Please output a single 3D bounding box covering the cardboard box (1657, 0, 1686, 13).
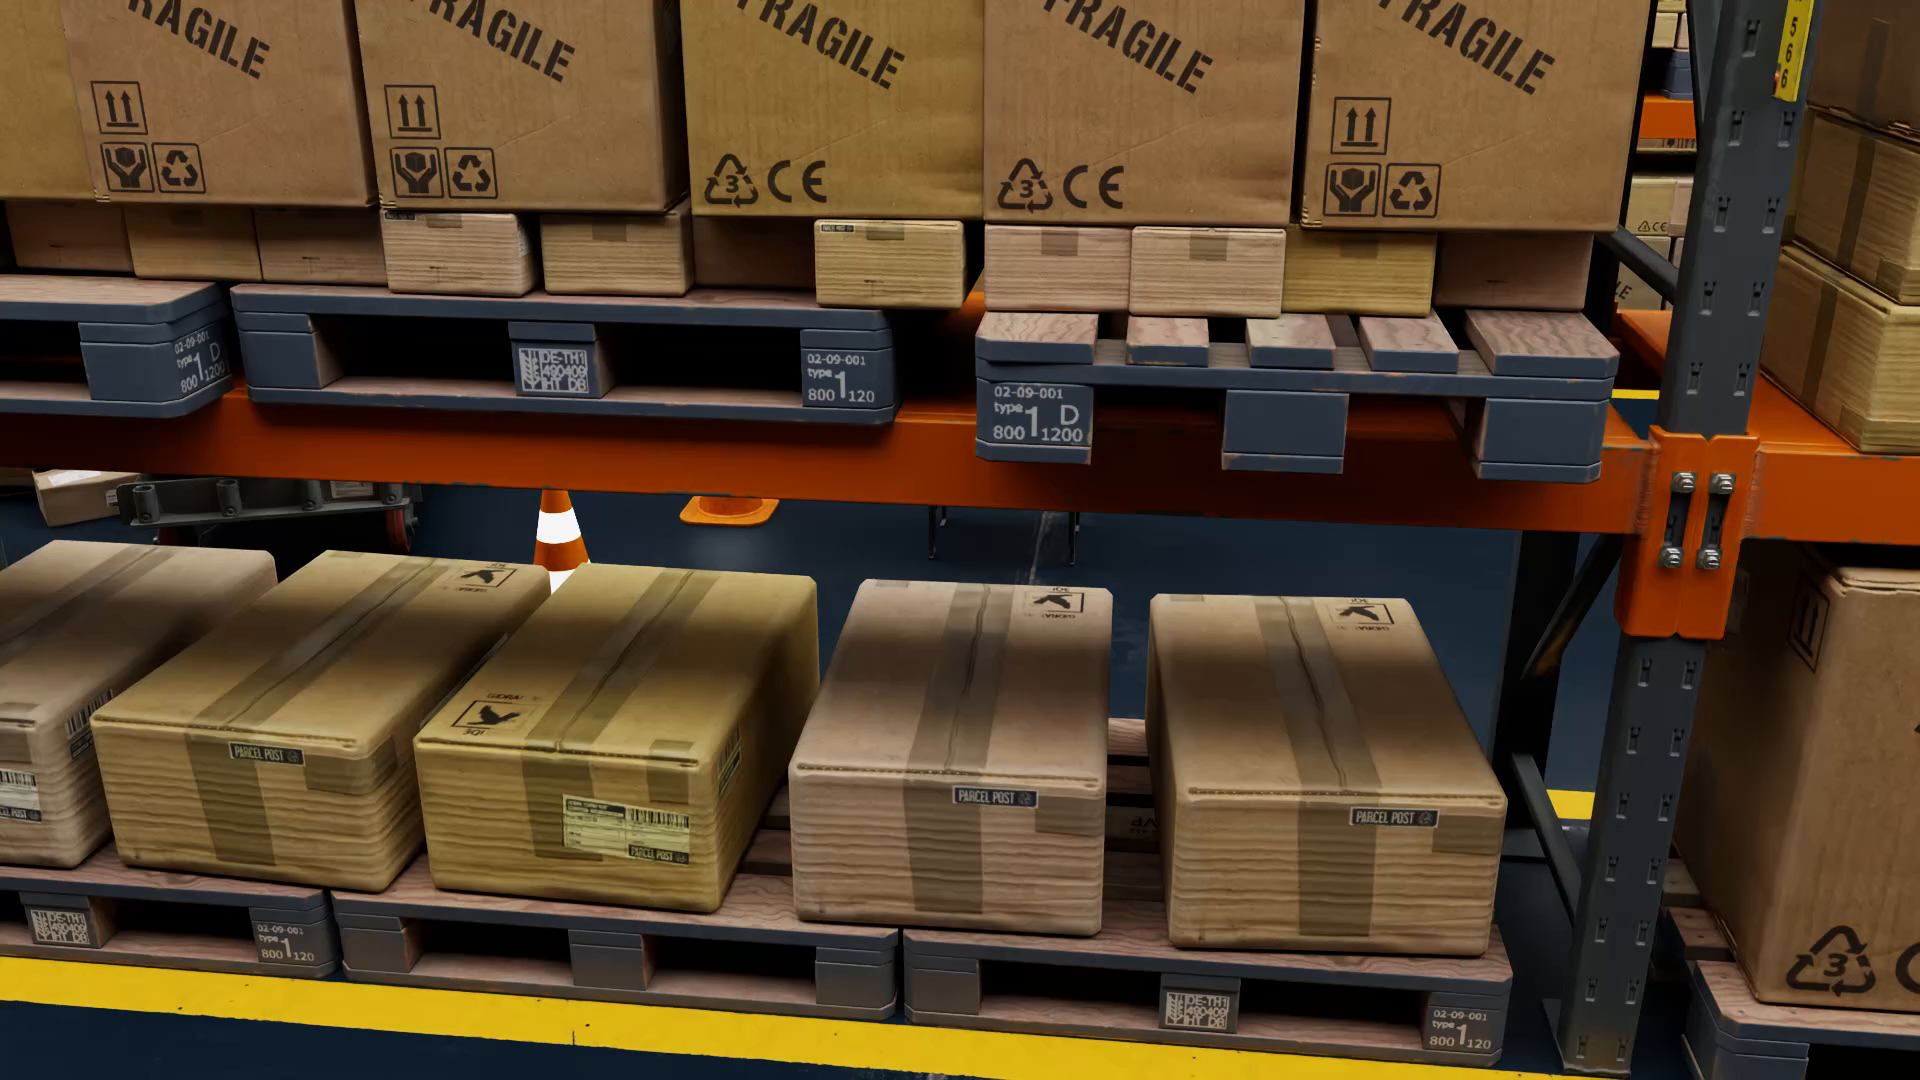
[{"bbox_3d":[3.035,-2.424,7.357,0.250,0.149,0.380,3,22,7],"label":"cardboard box"}]

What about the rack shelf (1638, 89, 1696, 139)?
[{"bbox_3d":[3.779,-1.912,7.676,4.000,0.370,1.077,2,22,6],"label":"rack shelf"}]

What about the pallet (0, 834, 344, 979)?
[{"bbox_3d":[-1.888,0.635,4.047,1.213,0.211,1.003,2,22,6],"label":"pallet"}]

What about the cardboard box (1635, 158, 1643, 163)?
[{"bbox_3d":[3.006,-1.763,8.129,0.500,0.250,0.500,3,22,7],"label":"cardboard box"}]

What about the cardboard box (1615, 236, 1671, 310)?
[{"bbox_3d":[2.965,-1.222,7.780,0.500,0.500,0.500,3,22,7],"label":"cardboard box"}]

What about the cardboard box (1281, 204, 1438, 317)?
[{"bbox_3d":[0.683,-0.514,2.930,0.250,0.149,0.380,3,22,7],"label":"cardboard box"}]

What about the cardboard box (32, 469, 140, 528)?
[{"bbox_3d":[-3.218,-0.242,6.192,0.396,0.266,0.258,-14,25,-31],"label":"cardboard box"}]

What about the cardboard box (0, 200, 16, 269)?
[{"bbox_3d":[-1.903,-0.620,3.199,0.250,0.149,0.380,3,22,7],"label":"cardboard box"}]

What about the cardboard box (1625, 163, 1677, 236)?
[{"bbox_3d":[2.953,-1.575,7.653,0.500,0.250,0.500,2,22,6],"label":"cardboard box"}]

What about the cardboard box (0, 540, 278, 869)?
[{"bbox_3d":[-2.140,0.354,3.969,0.625,0.372,0.950,3,22,7],"label":"cardboard box"}]

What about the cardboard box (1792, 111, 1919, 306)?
[{"bbox_3d":[1.785,-0.573,2.832,0.500,0.250,0.500,2,22,6],"label":"cardboard box"}]

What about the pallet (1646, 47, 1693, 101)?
[{"bbox_3d":[3.764,-2.174,7.619,1.213,0.211,1.003,2,22,6],"label":"pallet"}]

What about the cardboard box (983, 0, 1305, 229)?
[{"bbox_3d":[0.312,-0.839,2.869,0.500,0.500,0.500,2,22,5],"label":"cardboard box"}]

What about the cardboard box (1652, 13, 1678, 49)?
[{"bbox_3d":[3.016,-2.285,7.409,0.250,0.149,0.380,3,22,9],"label":"cardboard box"}]

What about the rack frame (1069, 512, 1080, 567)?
[{"bbox_3d":[0.407,-0.959,5.509,0.015,2.100,0.400,2,22,6],"label":"rack frame"}]

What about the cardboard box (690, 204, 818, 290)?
[{"bbox_3d":[-0.331,-0.586,3.112,0.250,0.149,0.380,3,22,7],"label":"cardboard box"}]

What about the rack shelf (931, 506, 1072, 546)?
[{"bbox_3d":[0.164,-0.306,5.798,0.480,0.518,0.431,2,22,6],"label":"rack shelf"}]

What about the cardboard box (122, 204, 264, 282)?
[{"bbox_3d":[-1.362,-0.609,3.172,0.250,0.149,0.380,3,22,7],"label":"cardboard box"}]

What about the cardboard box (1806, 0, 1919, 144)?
[{"bbox_3d":[1.772,-0.923,2.698,0.500,0.500,0.500,2,22,5],"label":"cardboard box"}]

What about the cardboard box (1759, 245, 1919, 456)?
[{"bbox_3d":[1.767,-0.339,2.922,0.500,0.250,0.500,2,22,5],"label":"cardboard box"}]

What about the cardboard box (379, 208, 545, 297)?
[{"bbox_3d":[-0.858,-0.568,3.066,0.250,0.149,0.380,3,22,8],"label":"cardboard box"}]

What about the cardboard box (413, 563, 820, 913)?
[{"bbox_3d":[-0.735,0.413,3.819,0.625,0.372,0.950,3,22,8],"label":"cardboard box"}]

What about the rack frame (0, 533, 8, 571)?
[{"bbox_3d":[-2.661,-0.695,3.618,0.127,3.000,1.000,2,22,6],"label":"rack frame"}]

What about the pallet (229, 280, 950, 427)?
[{"bbox_3d":[-0.660,-0.503,3.394,1.213,0.211,1.003,2,22,6],"label":"pallet"}]

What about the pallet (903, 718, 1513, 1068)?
[{"bbox_3d":[0.535,0.740,3.780,1.213,0.211,1.003,2,22,6],"label":"pallet"}]

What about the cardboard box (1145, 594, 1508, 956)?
[{"bbox_3d":[0.751,0.477,3.657,0.625,0.372,0.950,1,22,3],"label":"cardboard box"}]

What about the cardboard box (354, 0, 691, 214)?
[{"bbox_3d":[-0.731,-0.884,2.984,0.500,0.500,0.500,2,22,4],"label":"cardboard box"}]

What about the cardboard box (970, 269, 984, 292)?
[{"bbox_3d":[0.331,-1.578,8.341,0.750,0.750,1.050,3,22,7],"label":"cardboard box"}]

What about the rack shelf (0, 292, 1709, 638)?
[{"bbox_3d":[-0.675,-0.274,3.531,4.000,0.370,1.077,2,22,6],"label":"rack shelf"}]

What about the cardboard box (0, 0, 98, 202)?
[{"bbox_3d":[-1.732,-0.929,3.097,0.500,0.500,0.500,3,22,6],"label":"cardboard box"}]

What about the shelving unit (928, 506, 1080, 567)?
[{"bbox_3d":[0.164,-0.969,5.536,0.503,2.100,0.431,2,22,6],"label":"shelving unit"}]

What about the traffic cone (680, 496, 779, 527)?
[{"bbox_3d":[-0.859,-0.325,6.133,0.334,0.463,0.336,2,22,6],"label":"traffic cone"}]

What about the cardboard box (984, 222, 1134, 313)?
[{"bbox_3d":[0.179,-0.522,2.951,0.250,0.149,0.380,1,22,4],"label":"cardboard box"}]
